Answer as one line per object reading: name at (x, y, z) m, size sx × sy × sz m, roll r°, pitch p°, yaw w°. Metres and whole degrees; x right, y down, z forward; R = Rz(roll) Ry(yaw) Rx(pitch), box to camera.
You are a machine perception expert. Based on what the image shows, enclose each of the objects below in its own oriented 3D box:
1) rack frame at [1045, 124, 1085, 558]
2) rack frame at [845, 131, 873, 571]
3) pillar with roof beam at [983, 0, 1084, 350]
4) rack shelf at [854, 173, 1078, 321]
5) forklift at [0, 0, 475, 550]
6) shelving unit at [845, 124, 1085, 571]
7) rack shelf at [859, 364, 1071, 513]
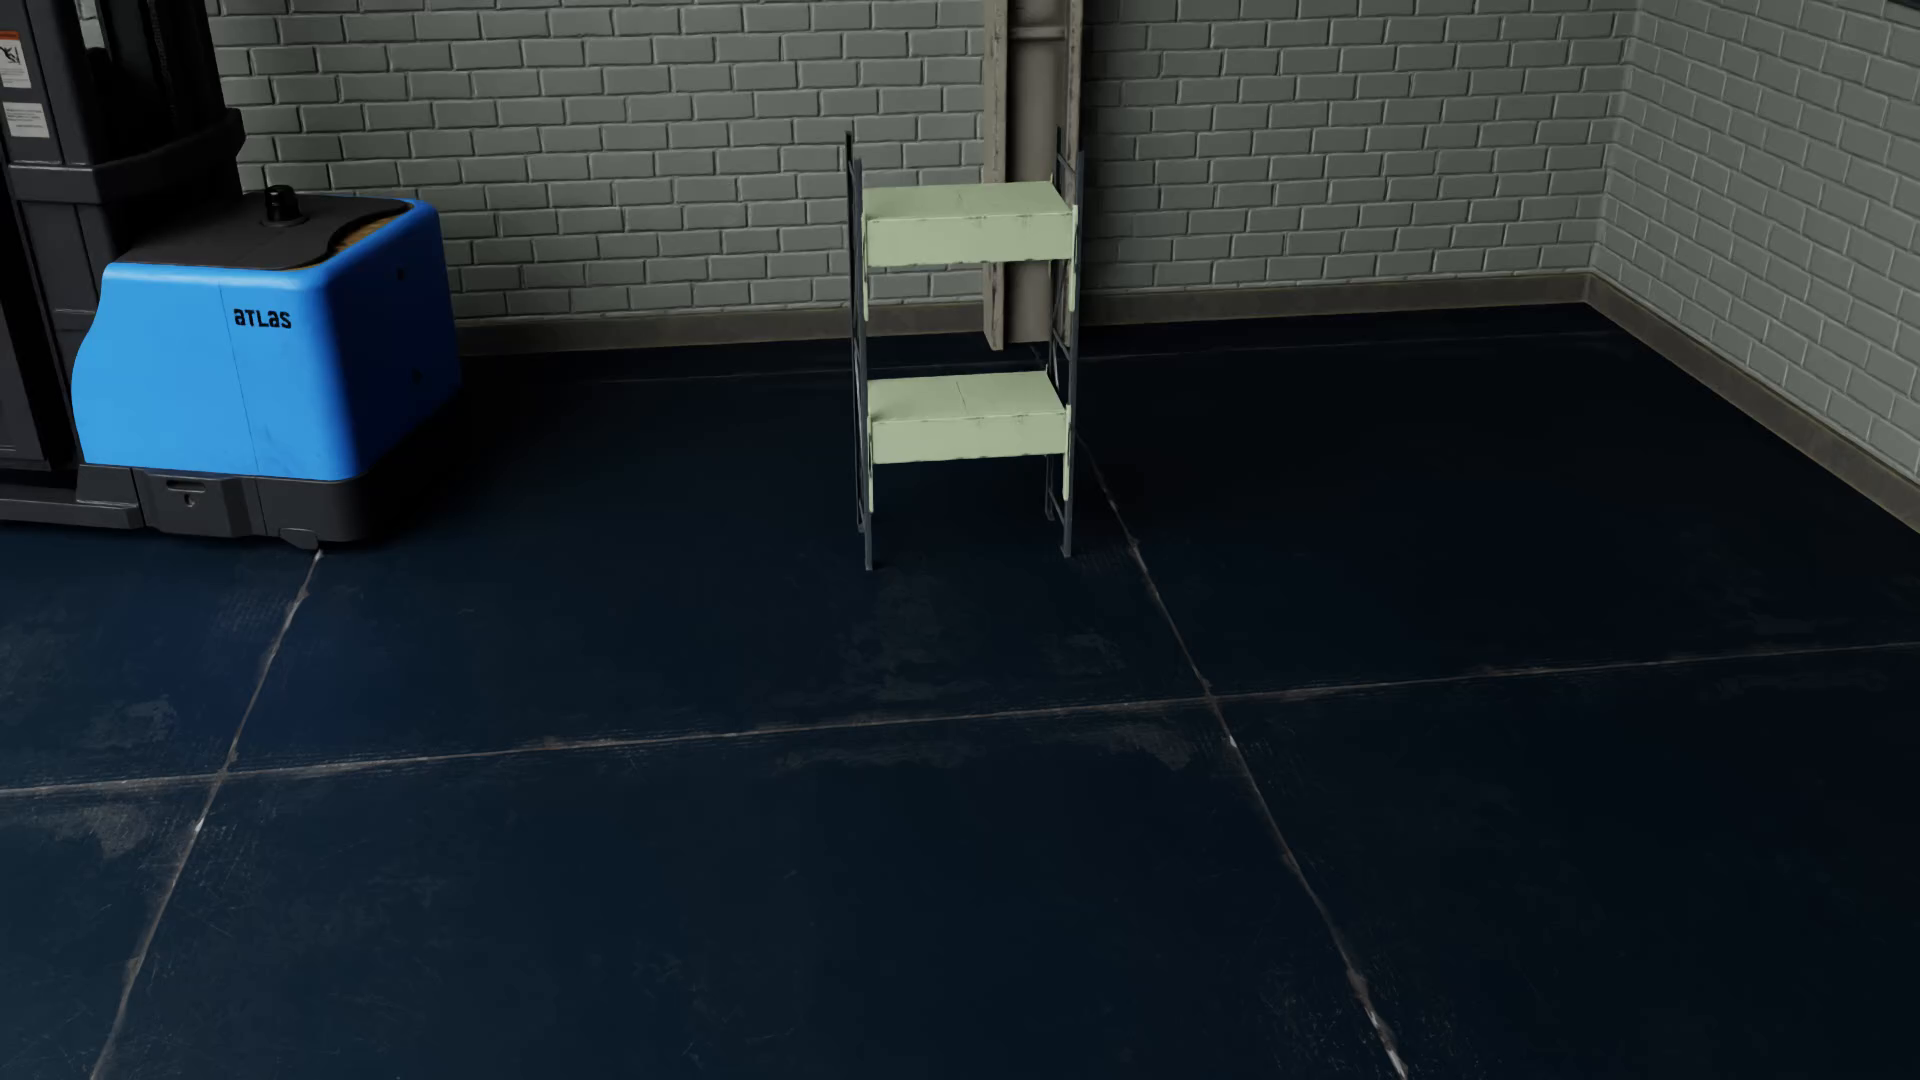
rack frame at (0.369, -0.691, 5.954) m, size 0.023 × 1.500 × 0.400 m, roll -4°, pitch 27°, yaw -7°
rack frame at (-0.356, -0.644, 5.863) m, size 0.023 × 1.500 × 0.400 m, roll -4°, pitch 27°, yaw -7°
pillar with roof beam at (0.931, -3.056, 2.349) m, size 0.400 × 9.000 × 9.100 m, roll -4°, pitch 27°, yaw -7°
rack shelf at (0.007, -1.015, 5.730) m, size 0.720 × 0.370 × 0.431 m, roll -4°, pitch 27°, yaw -7°
forklift at (-3.582, -1.574, 6.108) m, size 3.031 × 2.935 × 1.130 m, roll 4°, pitch 27°, yaw 8°
shelving unit at (0.007, -0.668, 5.908) m, size 0.755 × 1.500 × 0.431 m, roll -4°, pitch 27°, yaw -7°
rack shelf at (0.007, -0.378, 6.057) m, size 0.720 × 0.370 × 0.431 m, roll -4°, pitch 27°, yaw -7°
